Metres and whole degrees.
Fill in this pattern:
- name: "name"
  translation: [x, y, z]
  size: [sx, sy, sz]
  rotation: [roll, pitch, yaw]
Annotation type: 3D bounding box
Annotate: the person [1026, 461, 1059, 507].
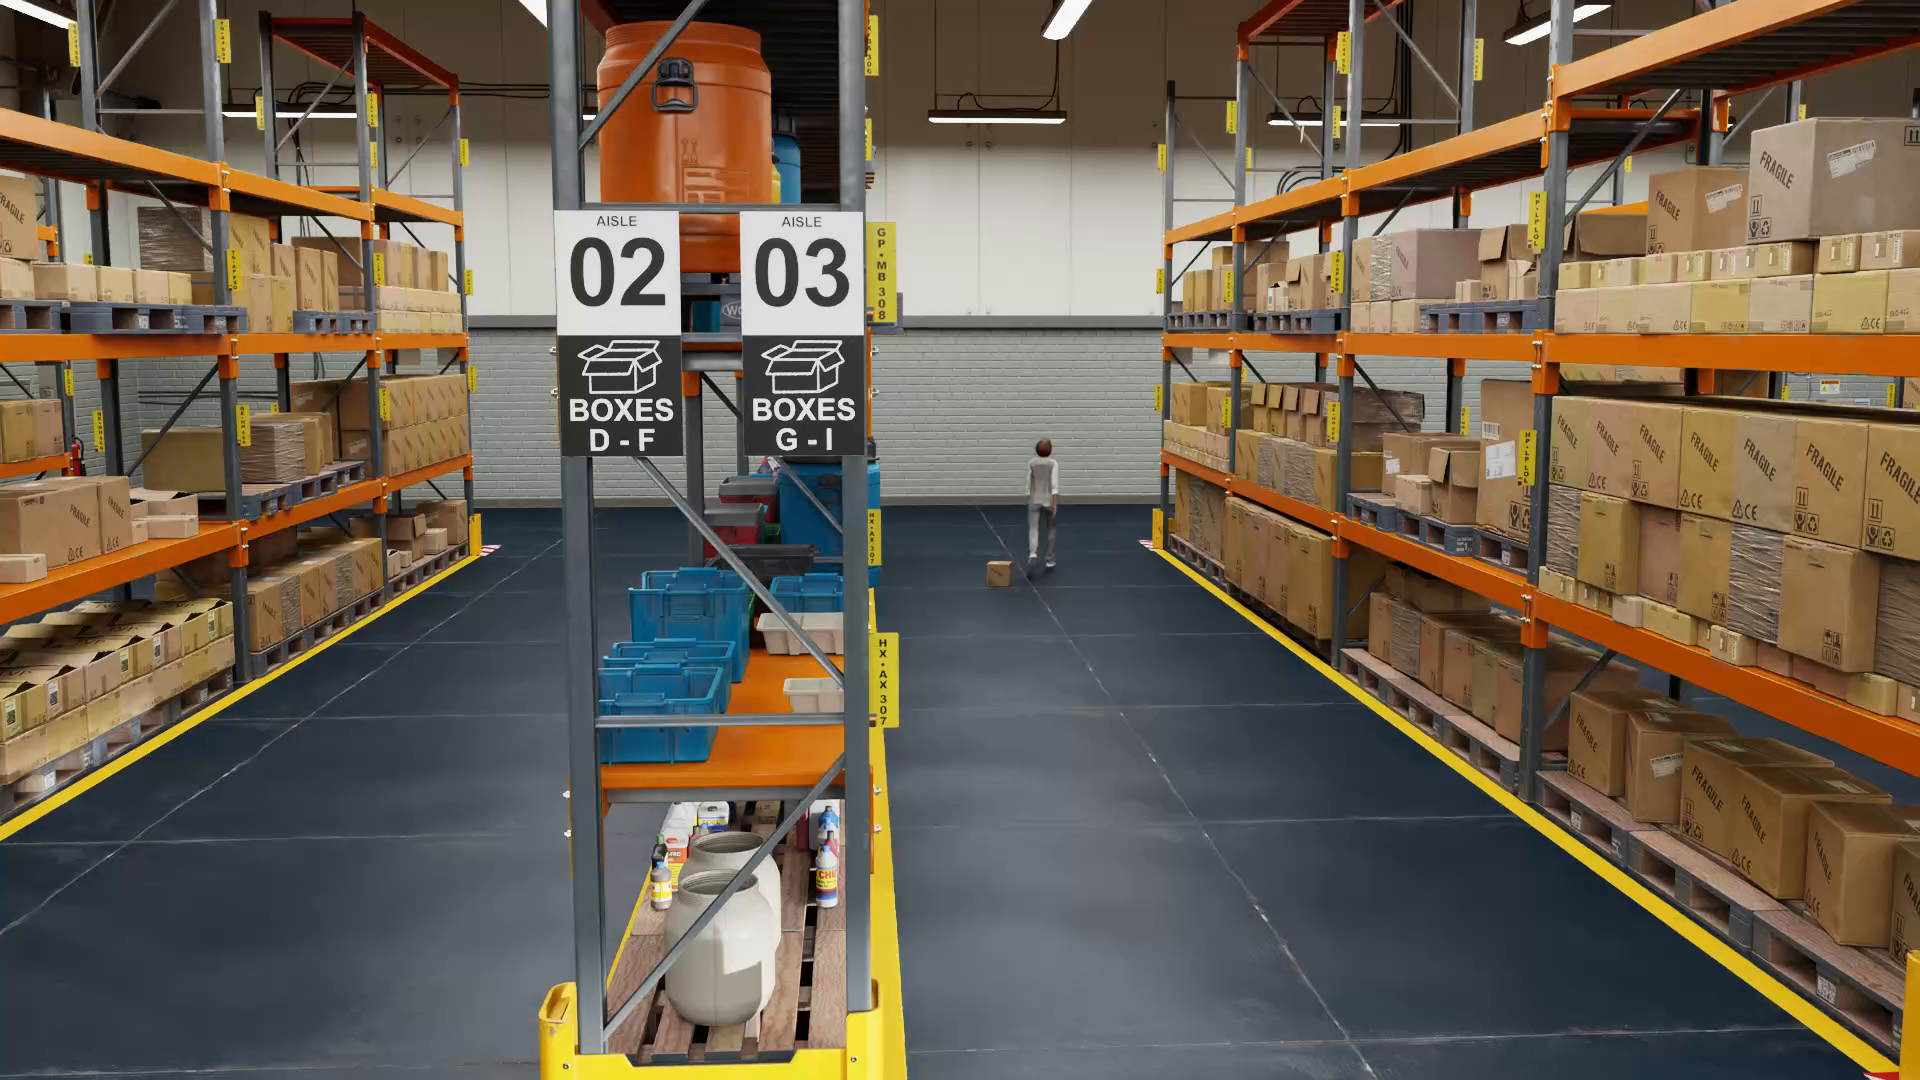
- name: "person"
  translation: [0.977, -0.686, 19.701]
  size: [0.411, 0.557, 0.269]
  rotation: [1, 7, 10]
